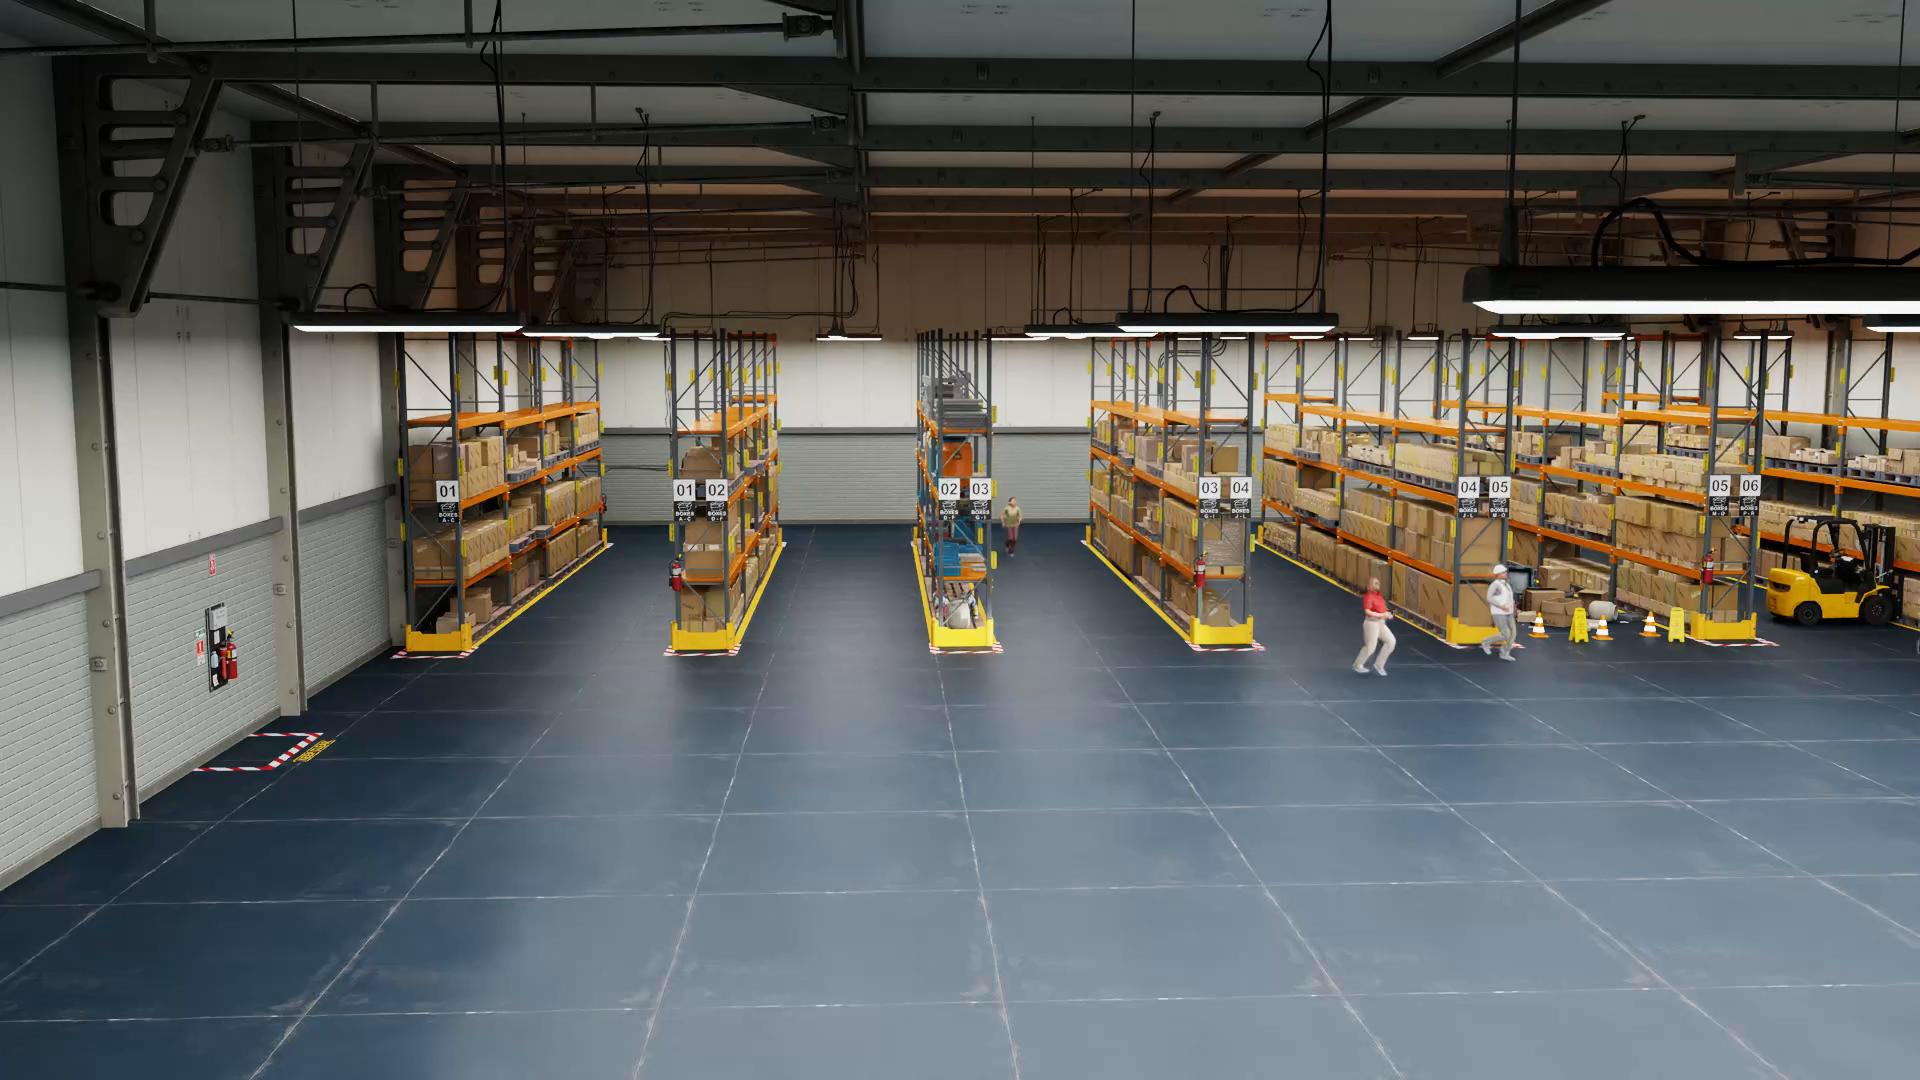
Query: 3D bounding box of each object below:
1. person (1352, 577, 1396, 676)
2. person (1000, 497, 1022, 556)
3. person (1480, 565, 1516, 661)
[{"bbox_3d":[7.184,1.514,28.777,0.737,1.754,0.671,6,9,39],"label":"person"},{"bbox_3d":[1.405,-0.358,44.808,0.573,1.620,0.576,-2,7,-13],"label":"person"},{"bbox_3d":[9.825,1.321,30.196,0.592,1.748,0.676,7,9,44],"label":"person"}]
